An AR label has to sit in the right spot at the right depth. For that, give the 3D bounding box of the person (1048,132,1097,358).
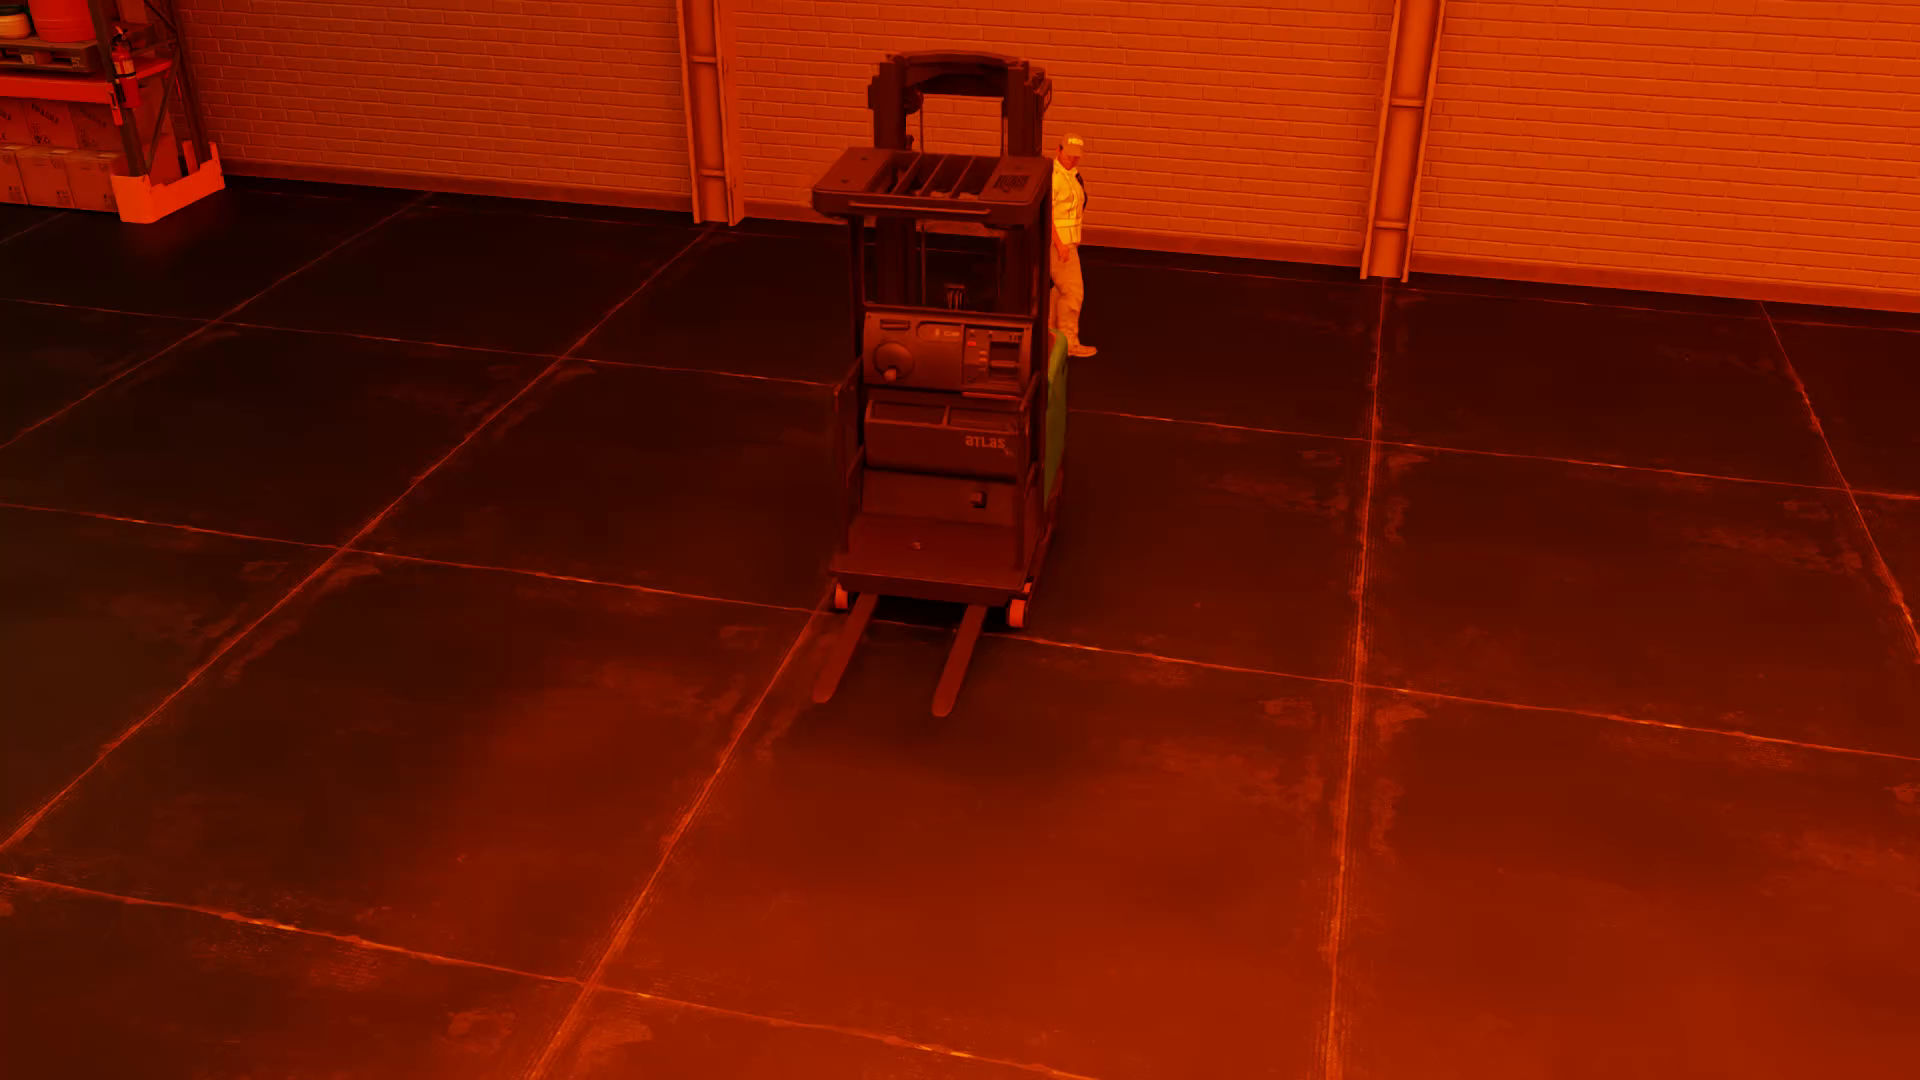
[{"bbox_3d":[0.795,-2.210,12.381,0.514,1.646,0.687,2,30,4],"label":"person"}]

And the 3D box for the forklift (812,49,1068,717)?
[{"bbox_3d":[-0.110,-0.978,8.897,1.130,2.935,3.031,6,30,10],"label":"forklift"}]
